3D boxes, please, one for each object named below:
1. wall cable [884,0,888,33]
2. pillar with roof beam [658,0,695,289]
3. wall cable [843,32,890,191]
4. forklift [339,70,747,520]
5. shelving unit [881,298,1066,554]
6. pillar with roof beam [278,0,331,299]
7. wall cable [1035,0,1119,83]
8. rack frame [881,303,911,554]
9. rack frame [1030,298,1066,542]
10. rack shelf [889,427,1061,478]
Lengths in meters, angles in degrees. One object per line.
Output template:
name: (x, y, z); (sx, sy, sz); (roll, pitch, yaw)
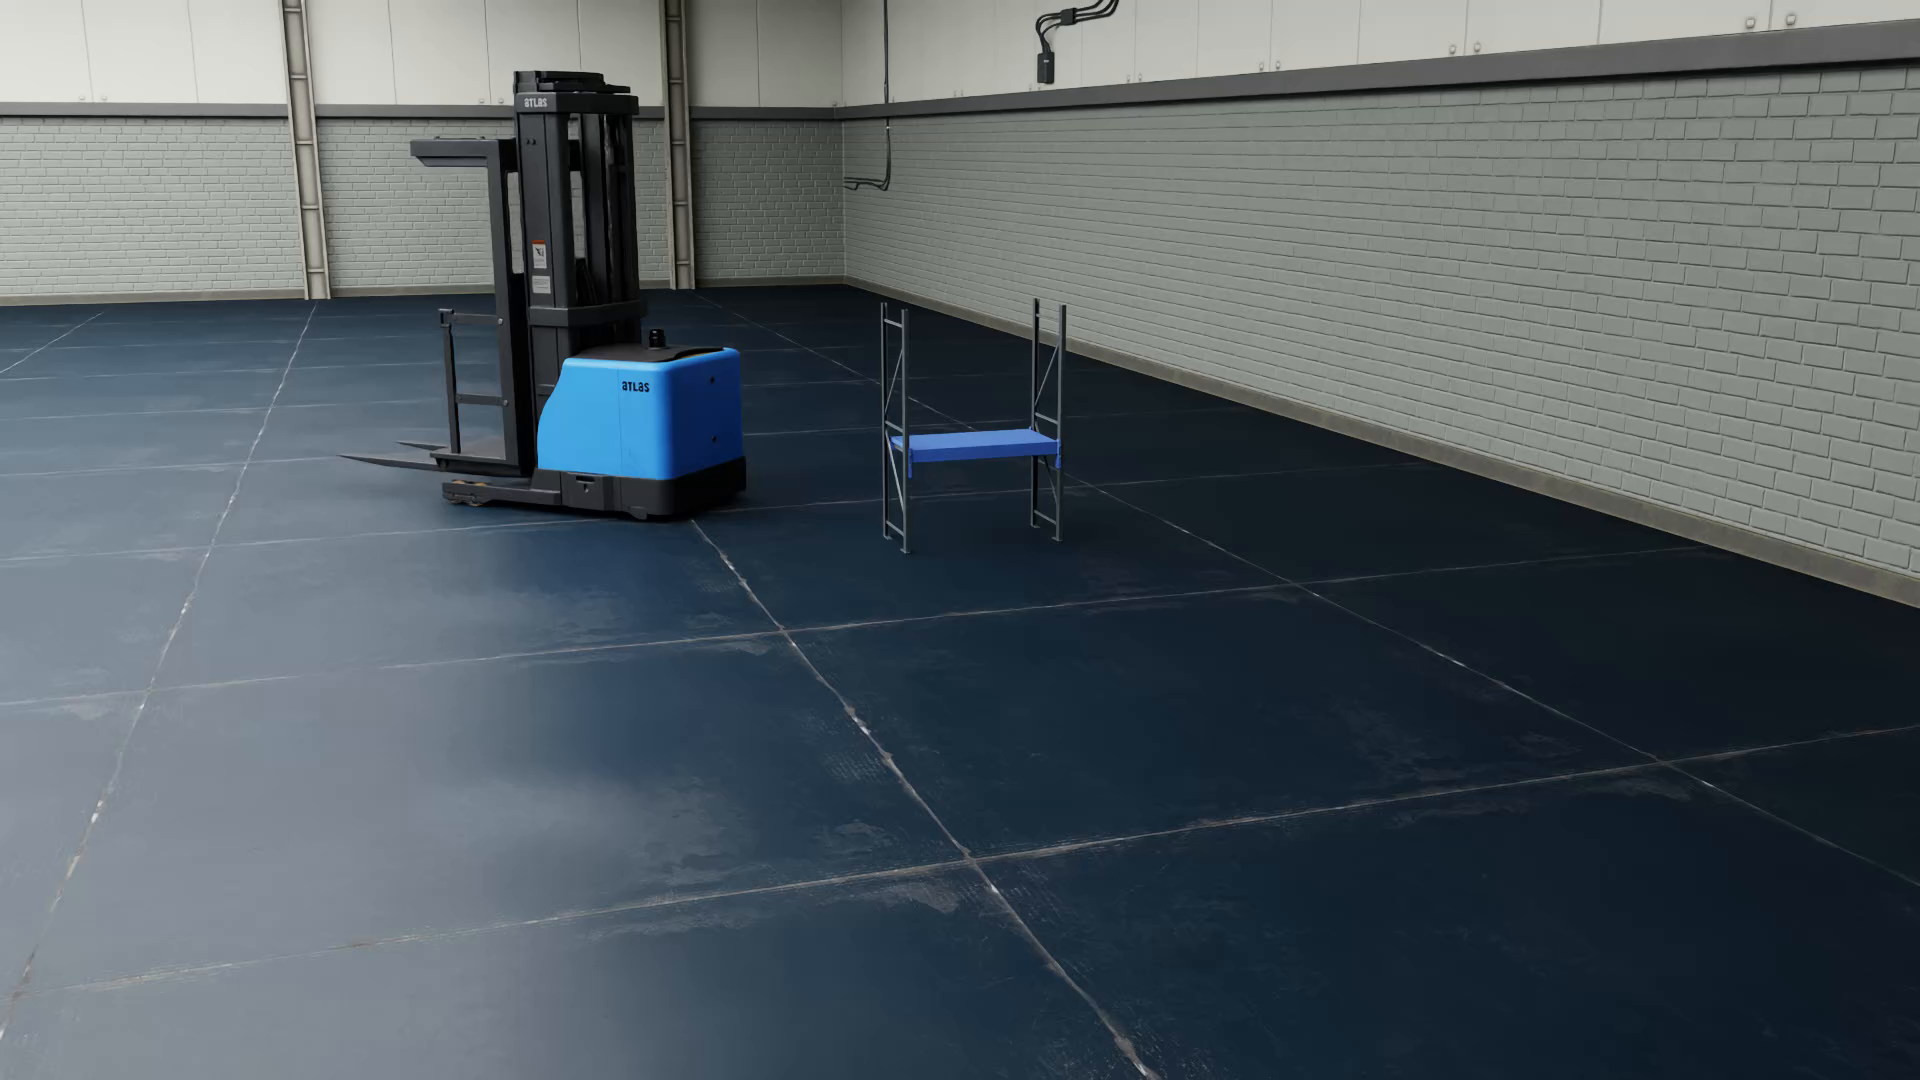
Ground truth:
wall cable: (-0.799, -9.080, 25.168); (0.112, 2.526, 3.097); (-4, 14, -18)
pillar with roof beam: (-3.503, -7.856, 24.223); (0.400, 9.000, 9.100); (-4, 14, -18)
wall cable: (-1.662, -7.217, 28.247); (0.112, 2.526, 3.097); (-4, 14, -18)
forklift: (-3.085, -1.764, 11.725); (3.031, 2.935, 1.130); (6, 15, 23)
shelving unit: (0.081, -0.736, 10.496); (1.048, 1.500, 0.538); (-4, 14, -18)
pillar with roof beam: (-9.190, -7.413, 22.361); (0.400, 9.000, 9.100); (-4, 14, -18)
wall cable: (1.351, -8.299, 18.735); (0.169, 6.003, 2.305); (-4, 14, -18)
rack frame: (-0.401, -0.698, 10.338); (0.032, 1.500, 0.500); (-4, 14, -18)
rack frame: (0.563, -0.773, 10.653); (0.032, 1.500, 0.500); (-4, 14, -18)
rack shelf: (0.081, -0.561, 10.537); (1.000, 0.185, 0.538); (-4, 14, -18)
